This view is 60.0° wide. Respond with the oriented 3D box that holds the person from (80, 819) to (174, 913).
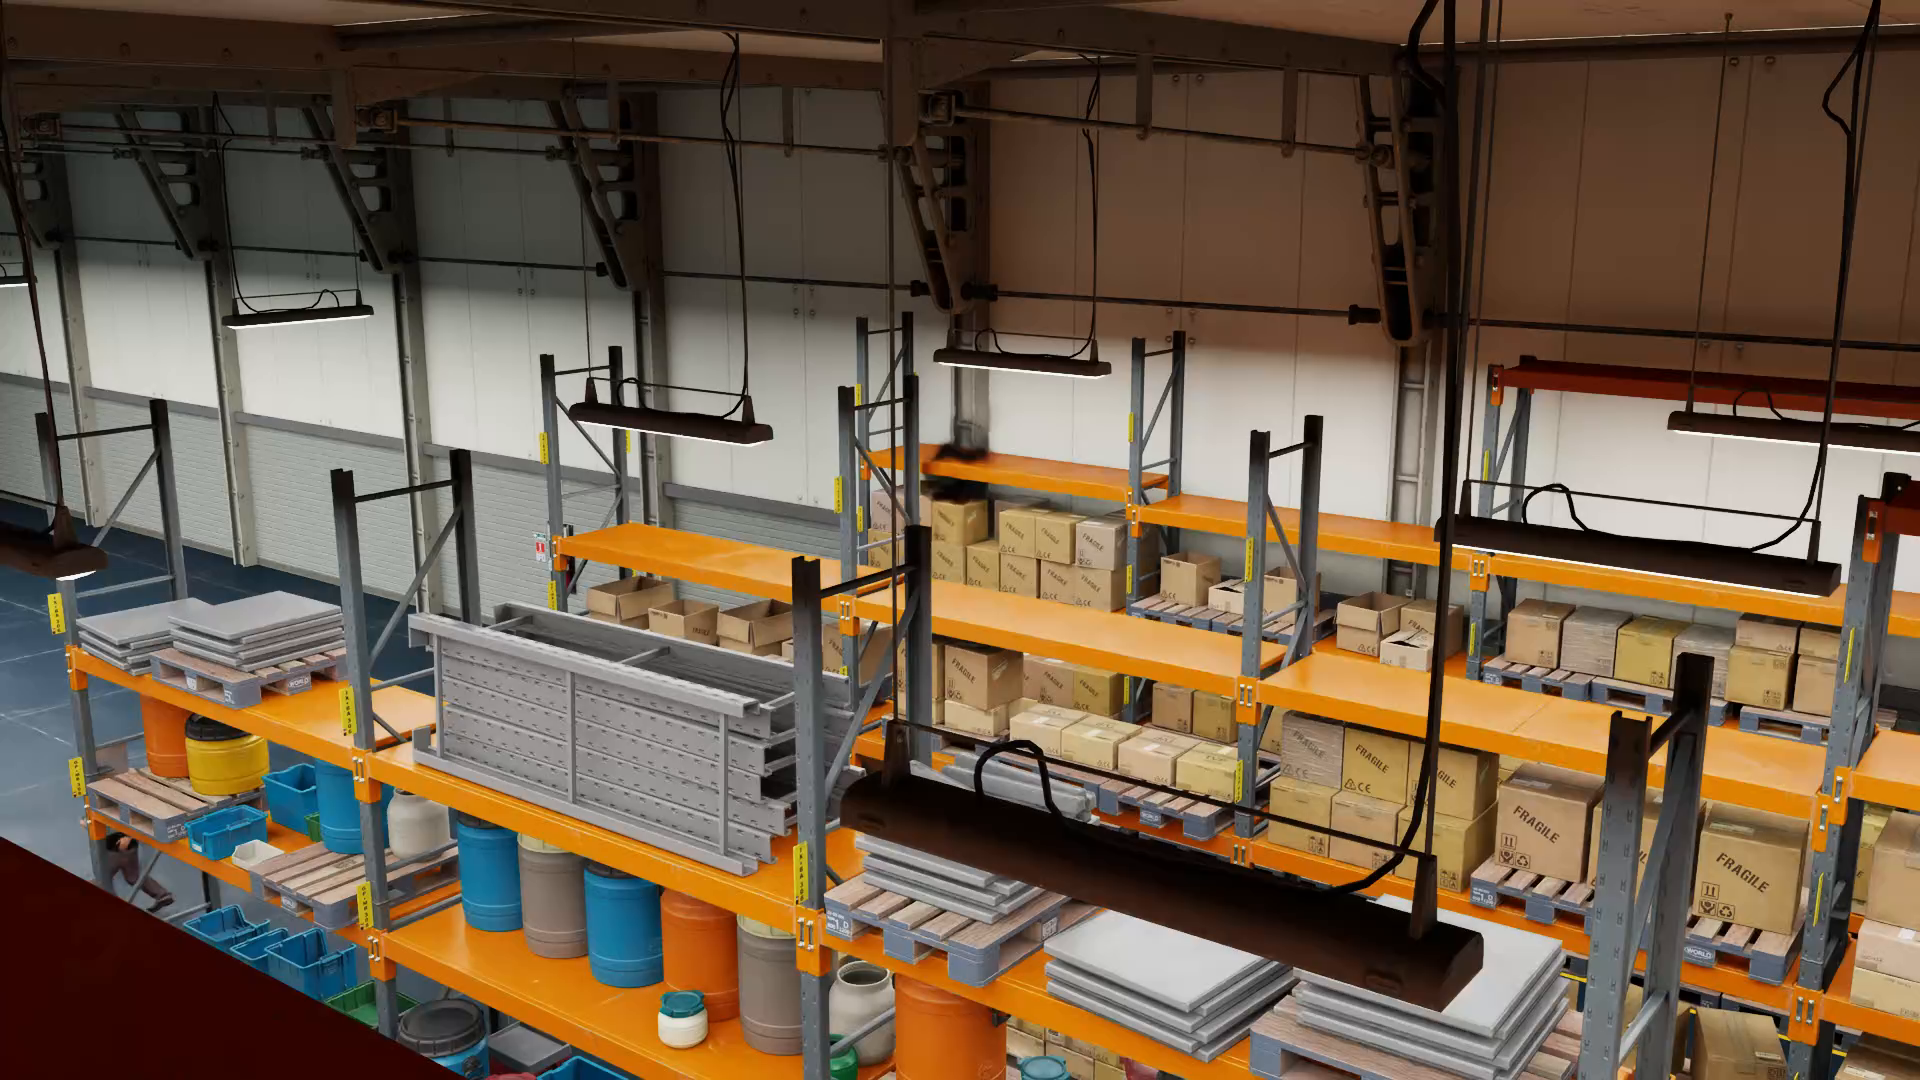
[{"bbox_3d":[-8.826,3.252,17.483,0.882,1.747,0.659,-5,14,-21],"label":"person"}]
